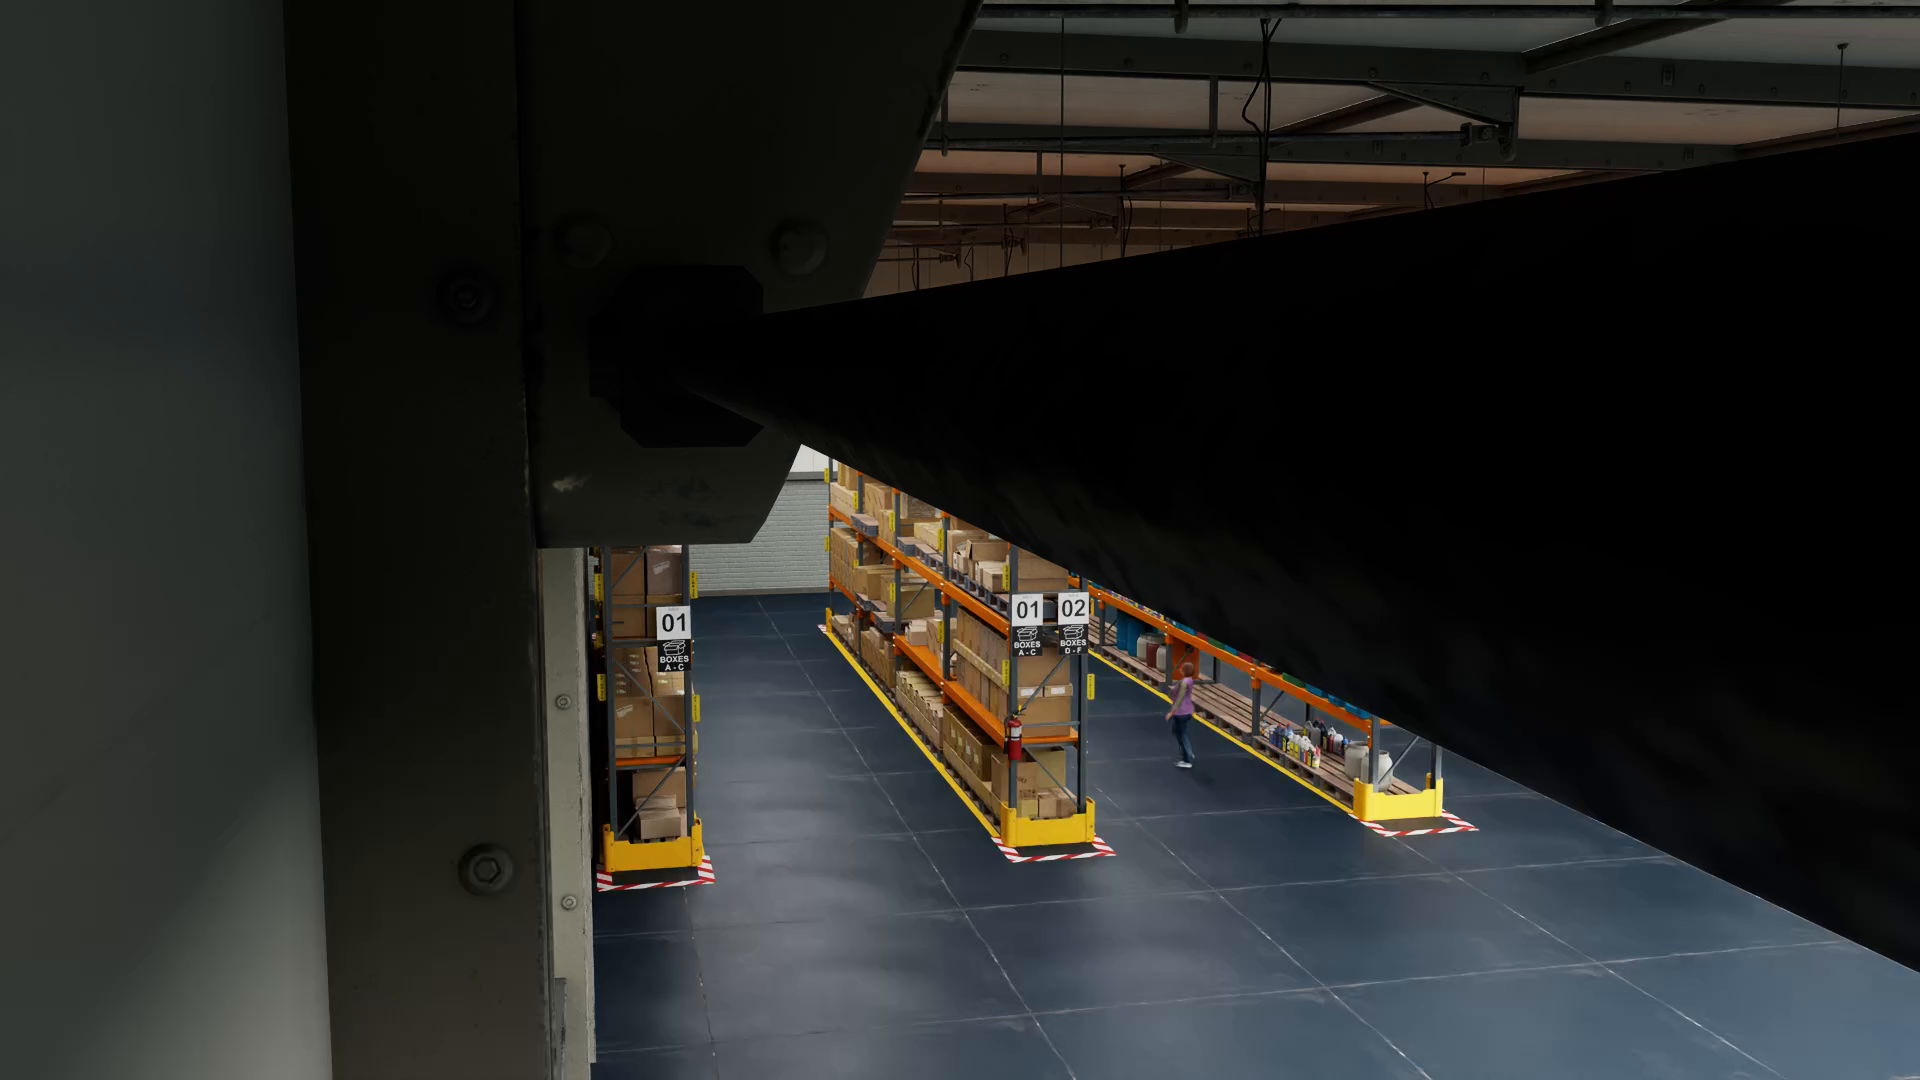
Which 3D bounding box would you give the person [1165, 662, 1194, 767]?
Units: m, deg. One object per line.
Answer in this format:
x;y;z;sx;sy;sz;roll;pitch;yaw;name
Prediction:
3.289;2.612;24.748;0.437;1.608;0.470;5;8;34;person
